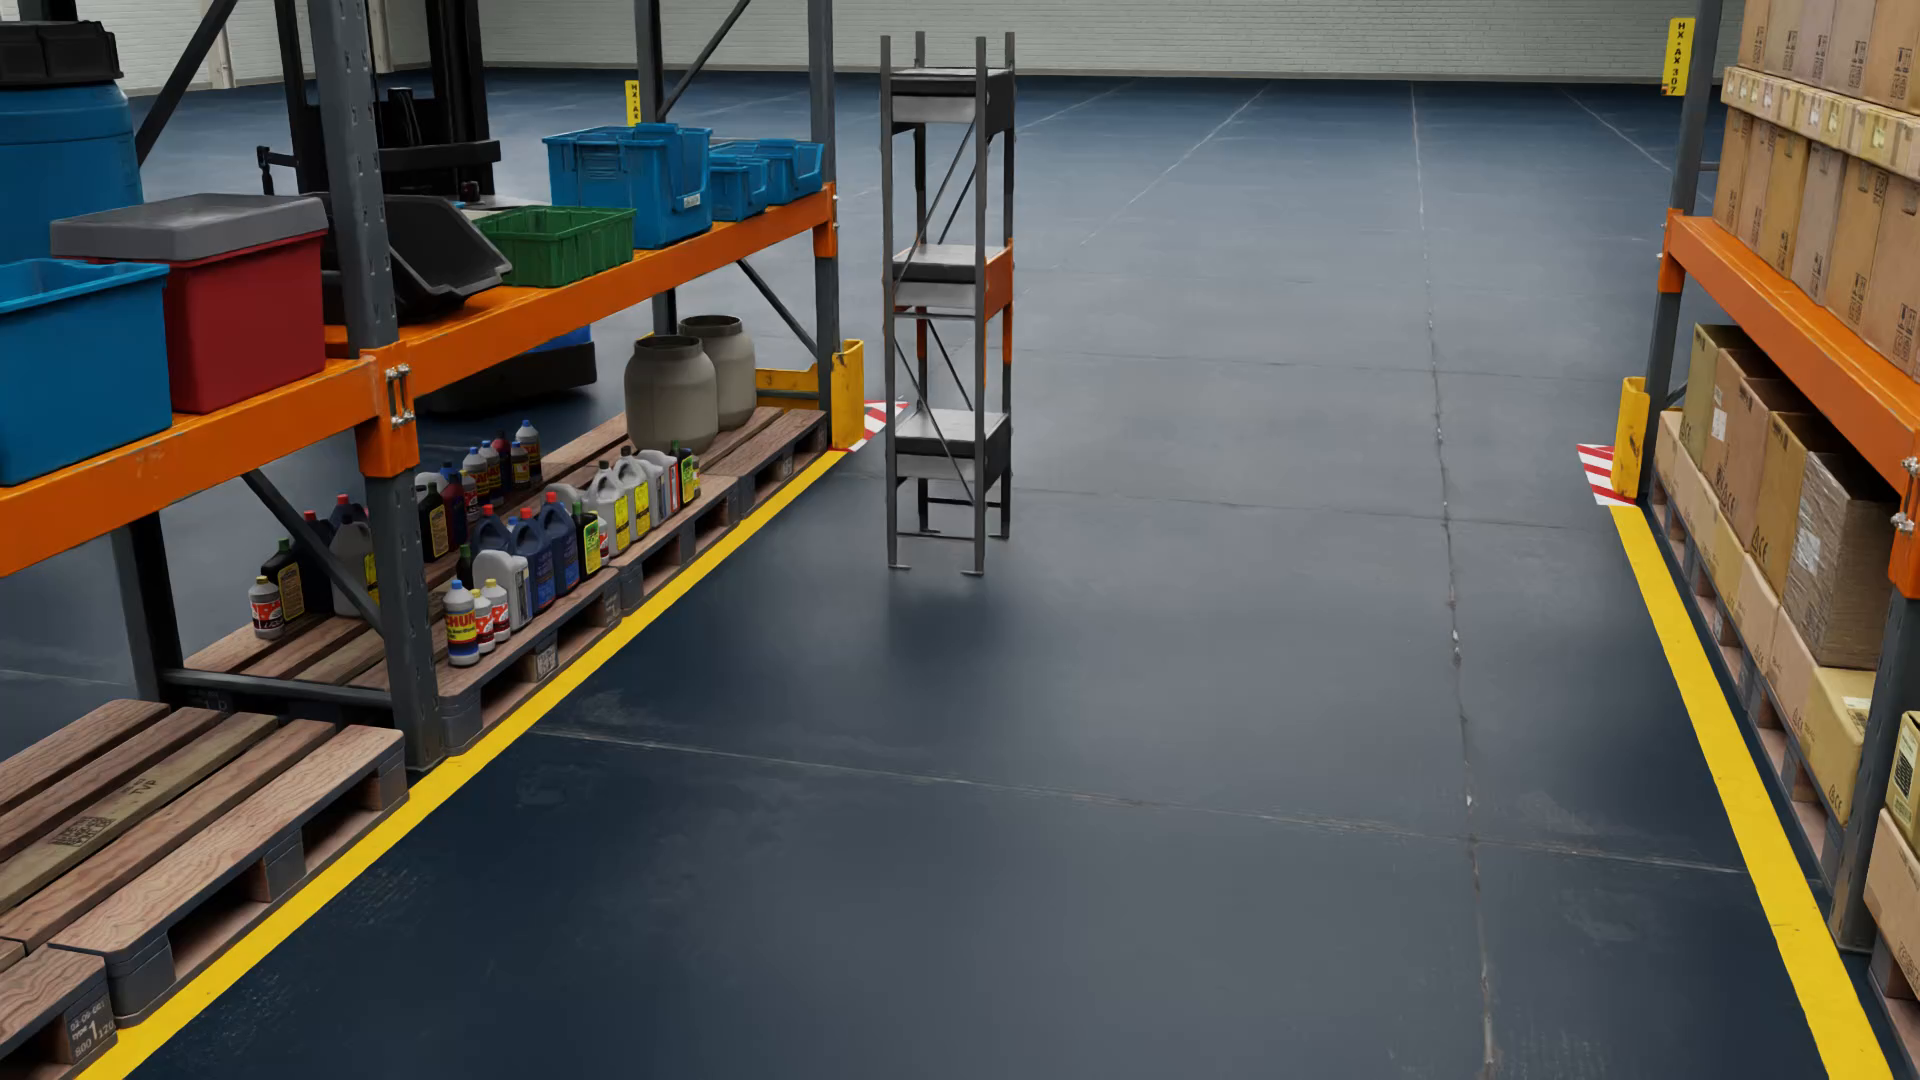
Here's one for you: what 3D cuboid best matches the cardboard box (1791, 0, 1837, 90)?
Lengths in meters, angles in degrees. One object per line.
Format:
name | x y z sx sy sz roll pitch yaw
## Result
cardboard box | 3.291 -1.796 5.643 0.700 0.500 0.500 5 19 14

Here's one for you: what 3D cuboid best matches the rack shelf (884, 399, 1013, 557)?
rack shelf | -0.040 -0.266 6.927 0.431 0.518 0.480 5 19 13

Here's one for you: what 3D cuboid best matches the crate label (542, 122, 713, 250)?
crate label | -1.314 -1.431 6.681 0.502 0.435 0.616 5 19 13

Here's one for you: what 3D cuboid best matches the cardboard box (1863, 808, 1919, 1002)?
cardboard box | 2.360 0.843 3.682 0.500 0.250 0.500 4 19 12

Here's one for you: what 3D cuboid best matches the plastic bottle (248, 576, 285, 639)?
plastic bottle | -2.317 0.219 5.554 0.097 0.201 0.097 0 19 0

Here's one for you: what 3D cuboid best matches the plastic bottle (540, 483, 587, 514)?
plastic bottle | -1.504 -0.094 6.356 0.152 0.276 0.135 5 19 13

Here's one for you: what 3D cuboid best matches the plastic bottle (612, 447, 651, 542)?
plastic bottle | -1.309 -0.184 6.503 0.144 0.351 0.185 5 20 16

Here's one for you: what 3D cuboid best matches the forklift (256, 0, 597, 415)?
forklift | -3.533 -2.452 9.831 3.031 2.935 1.130 17 25 40

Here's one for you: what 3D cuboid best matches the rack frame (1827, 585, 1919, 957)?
rack frame | 2.699 -0.366 3.619 1.000 3.000 0.127 5 19 13

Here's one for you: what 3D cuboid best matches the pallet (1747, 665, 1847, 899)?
pallet | 2.934 0.707 4.789 1.003 0.211 1.213 5 19 13

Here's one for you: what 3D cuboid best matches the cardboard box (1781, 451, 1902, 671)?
cardboard box | 2.733 0.063 4.806 0.500 0.500 0.500 5 19 13

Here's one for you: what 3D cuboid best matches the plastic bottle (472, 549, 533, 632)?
plastic bottle | -1.548 0.154 5.631 0.152 0.276 0.135 5 20 15

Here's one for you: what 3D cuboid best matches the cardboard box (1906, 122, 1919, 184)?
cardboard box | 2.681 -0.982 4.264 0.380 0.149 0.250 4 19 12

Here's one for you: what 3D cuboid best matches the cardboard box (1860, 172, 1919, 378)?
cardboard box | 2.924 -0.719 4.497 0.700 0.500 0.500 4 19 13

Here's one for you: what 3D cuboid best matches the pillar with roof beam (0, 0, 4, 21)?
pillar with roof beam | -12.825 -11.570 27.141 9.100 9.000 0.400 5 19 13

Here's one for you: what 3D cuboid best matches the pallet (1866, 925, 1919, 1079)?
pallet | 2.556 1.187 3.384 1.003 0.211 1.213 5 19 13

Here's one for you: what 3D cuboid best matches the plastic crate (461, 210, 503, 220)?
plastic crate | -1.953 -1.163 6.359 0.530 0.136 0.437 5 19 13

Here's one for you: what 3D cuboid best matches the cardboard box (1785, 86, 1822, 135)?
cardboard box | 3.059 -1.464 5.676 0.380 0.149 0.250 4 19 13

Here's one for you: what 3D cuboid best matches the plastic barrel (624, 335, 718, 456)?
plastic barrel | -1.336 -0.664 7.691 0.421 0.512 0.421 0 19 0

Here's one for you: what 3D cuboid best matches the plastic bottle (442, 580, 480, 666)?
plastic bottle | -1.601 0.259 5.328 0.097 0.271 0.097 0 19 0

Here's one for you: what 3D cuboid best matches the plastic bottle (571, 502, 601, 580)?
plastic bottle | -1.377 -0.009 6.095 0.061 0.283 0.133 6 20 16

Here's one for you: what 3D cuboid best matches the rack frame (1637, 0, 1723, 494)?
rack frame | 3.676 -1.620 7.289 1.000 3.000 0.127 5 19 13

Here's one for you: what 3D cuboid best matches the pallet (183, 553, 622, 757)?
pallet | -1.899 0.354 5.825 1.003 0.211 1.213 5 19 13

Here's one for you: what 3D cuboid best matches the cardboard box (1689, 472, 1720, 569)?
cardboard box | 3.088 -0.053 6.307 0.500 0.250 0.500 5 19 13

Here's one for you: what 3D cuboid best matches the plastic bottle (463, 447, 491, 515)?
plastic bottle | -1.980 -0.247 6.810 0.097 0.271 0.097 0 19 0

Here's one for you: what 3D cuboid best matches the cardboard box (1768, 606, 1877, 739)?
cardboard box | 2.732 0.418 4.928 0.500 0.250 0.500 5 19 13

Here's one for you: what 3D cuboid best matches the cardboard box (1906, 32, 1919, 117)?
cardboard box | 2.923 -1.325 4.265 0.700 0.500 0.500 5 19 13

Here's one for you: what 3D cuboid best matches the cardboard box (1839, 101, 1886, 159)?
cardboard box | 2.869 -1.220 4.962 0.380 0.149 0.250 5 20 15

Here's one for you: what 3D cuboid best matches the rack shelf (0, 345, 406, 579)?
rack shelf | -2.592 0.209 3.048 1.077 0.370 4.000 5 19 13

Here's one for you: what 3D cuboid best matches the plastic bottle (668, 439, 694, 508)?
plastic bottle | -1.161 -0.287 6.908 0.061 0.283 0.133 5 20 15

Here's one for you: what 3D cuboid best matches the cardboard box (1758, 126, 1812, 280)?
cardboard box | 3.299 -1.202 5.910 0.700 0.500 0.500 5 19 14

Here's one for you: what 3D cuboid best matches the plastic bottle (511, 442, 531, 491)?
plastic bottle | -1.897 -0.320 7.132 0.097 0.201 0.097 0 19 0

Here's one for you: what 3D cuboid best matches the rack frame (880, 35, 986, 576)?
rack frame | -0.100 -0.865 6.472 0.400 2.100 0.015 5 19 13

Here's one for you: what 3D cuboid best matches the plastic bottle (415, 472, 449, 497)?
plastic bottle | -2.056 -0.114 6.415 0.152 0.276 0.135 5 19 14

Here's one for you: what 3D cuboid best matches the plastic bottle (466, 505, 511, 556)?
plastic bottle | -1.644 0.055 5.803 0.144 0.351 0.185 5 19 13

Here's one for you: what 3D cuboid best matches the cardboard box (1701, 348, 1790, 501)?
cardboard box | 3.099 -0.407 6.183 0.500 0.500 0.500 5 19 13

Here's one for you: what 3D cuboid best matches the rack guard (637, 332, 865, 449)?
rack guard | -1.099 -0.802 8.761 1.175 0.500 0.348 5 19 13

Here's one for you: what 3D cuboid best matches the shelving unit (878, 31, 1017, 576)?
shelving unit | -0.040 -0.942 6.696 0.431 2.100 0.503 5 19 13

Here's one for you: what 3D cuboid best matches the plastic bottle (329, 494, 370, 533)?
plastic bottle | -2.179 0.002 5.958 0.144 0.351 0.185 4 19 11

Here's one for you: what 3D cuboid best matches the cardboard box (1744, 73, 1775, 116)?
cardboard box | 3.247 -1.707 6.387 0.380 0.149 0.250 5 19 14

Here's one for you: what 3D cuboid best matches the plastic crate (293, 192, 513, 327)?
plastic crate | -1.852 -0.883 5.228 0.767 0.338 0.504 5 19 13
